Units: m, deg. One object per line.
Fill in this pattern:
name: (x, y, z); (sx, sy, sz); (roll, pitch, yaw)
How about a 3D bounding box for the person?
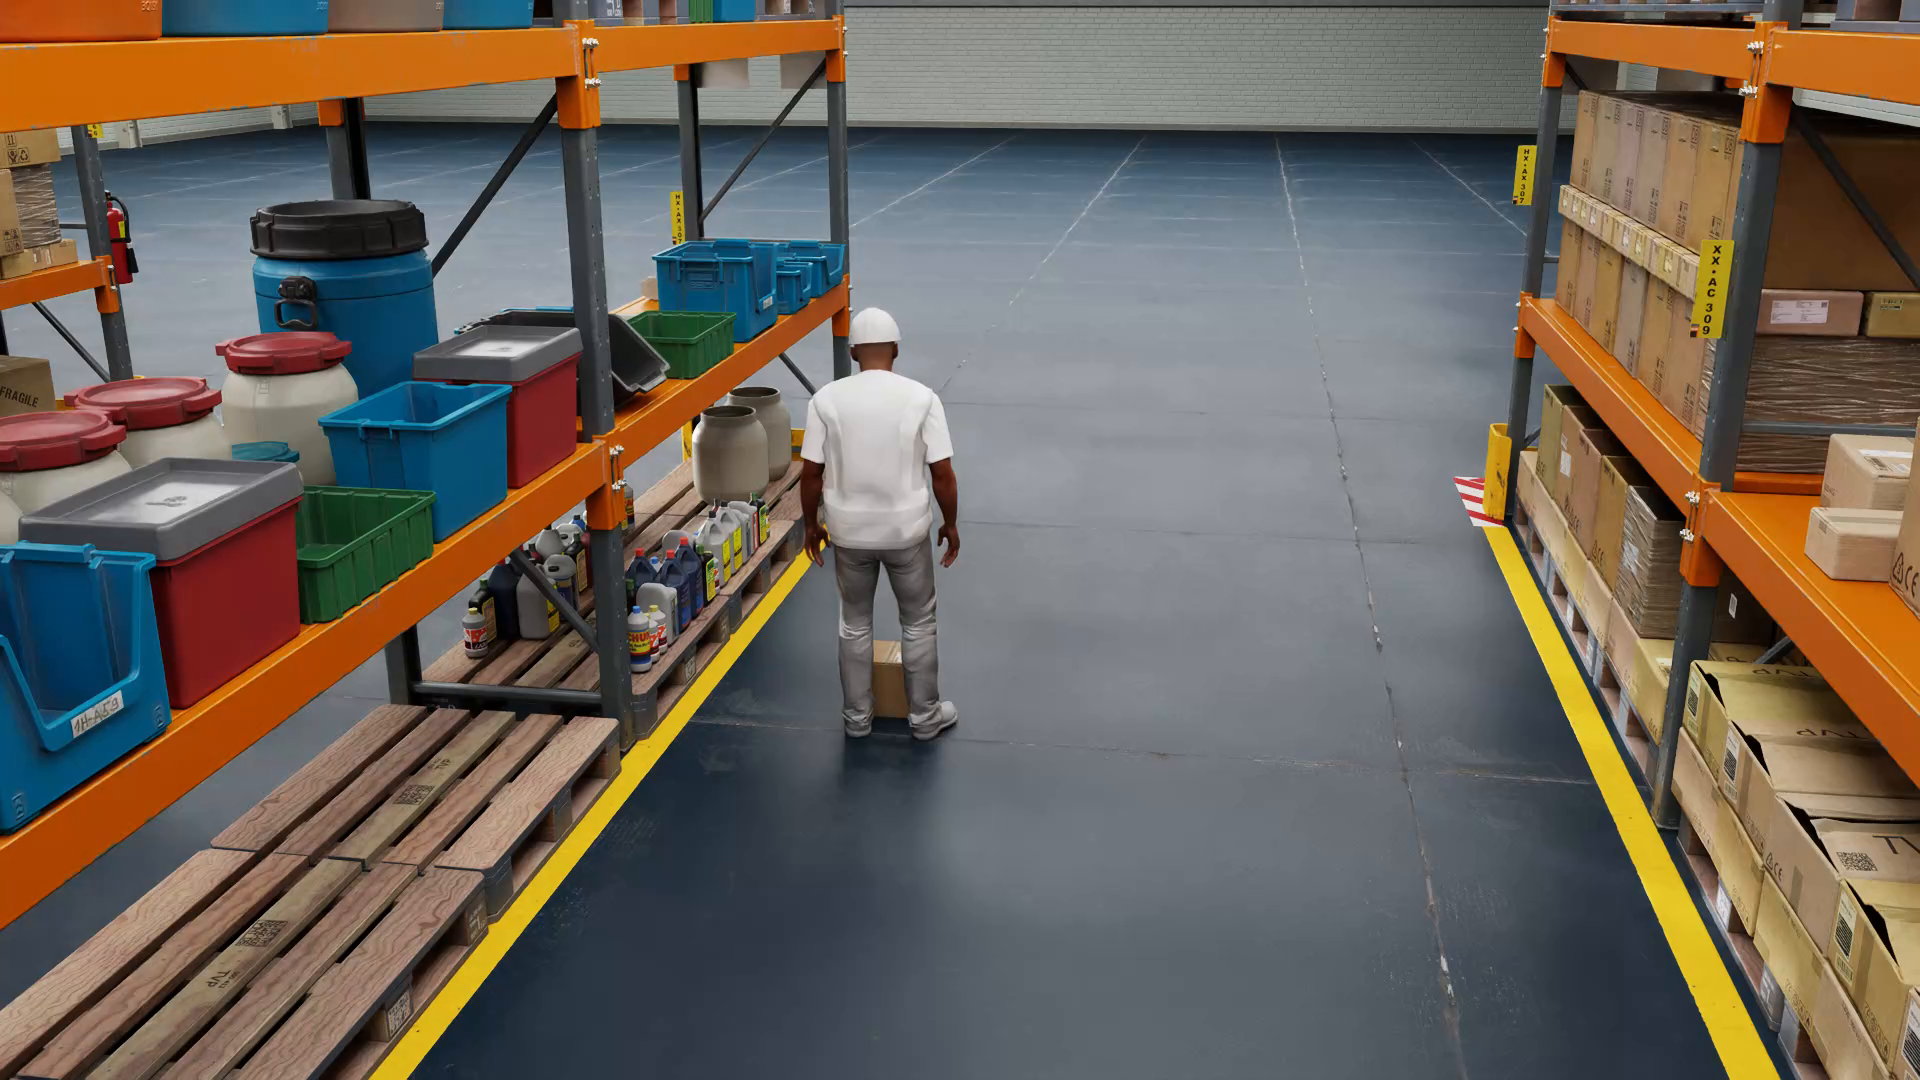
person: (-0.318, -0.052, 6.688); (0.633, 1.759, 0.462); (2, 18, 5)
